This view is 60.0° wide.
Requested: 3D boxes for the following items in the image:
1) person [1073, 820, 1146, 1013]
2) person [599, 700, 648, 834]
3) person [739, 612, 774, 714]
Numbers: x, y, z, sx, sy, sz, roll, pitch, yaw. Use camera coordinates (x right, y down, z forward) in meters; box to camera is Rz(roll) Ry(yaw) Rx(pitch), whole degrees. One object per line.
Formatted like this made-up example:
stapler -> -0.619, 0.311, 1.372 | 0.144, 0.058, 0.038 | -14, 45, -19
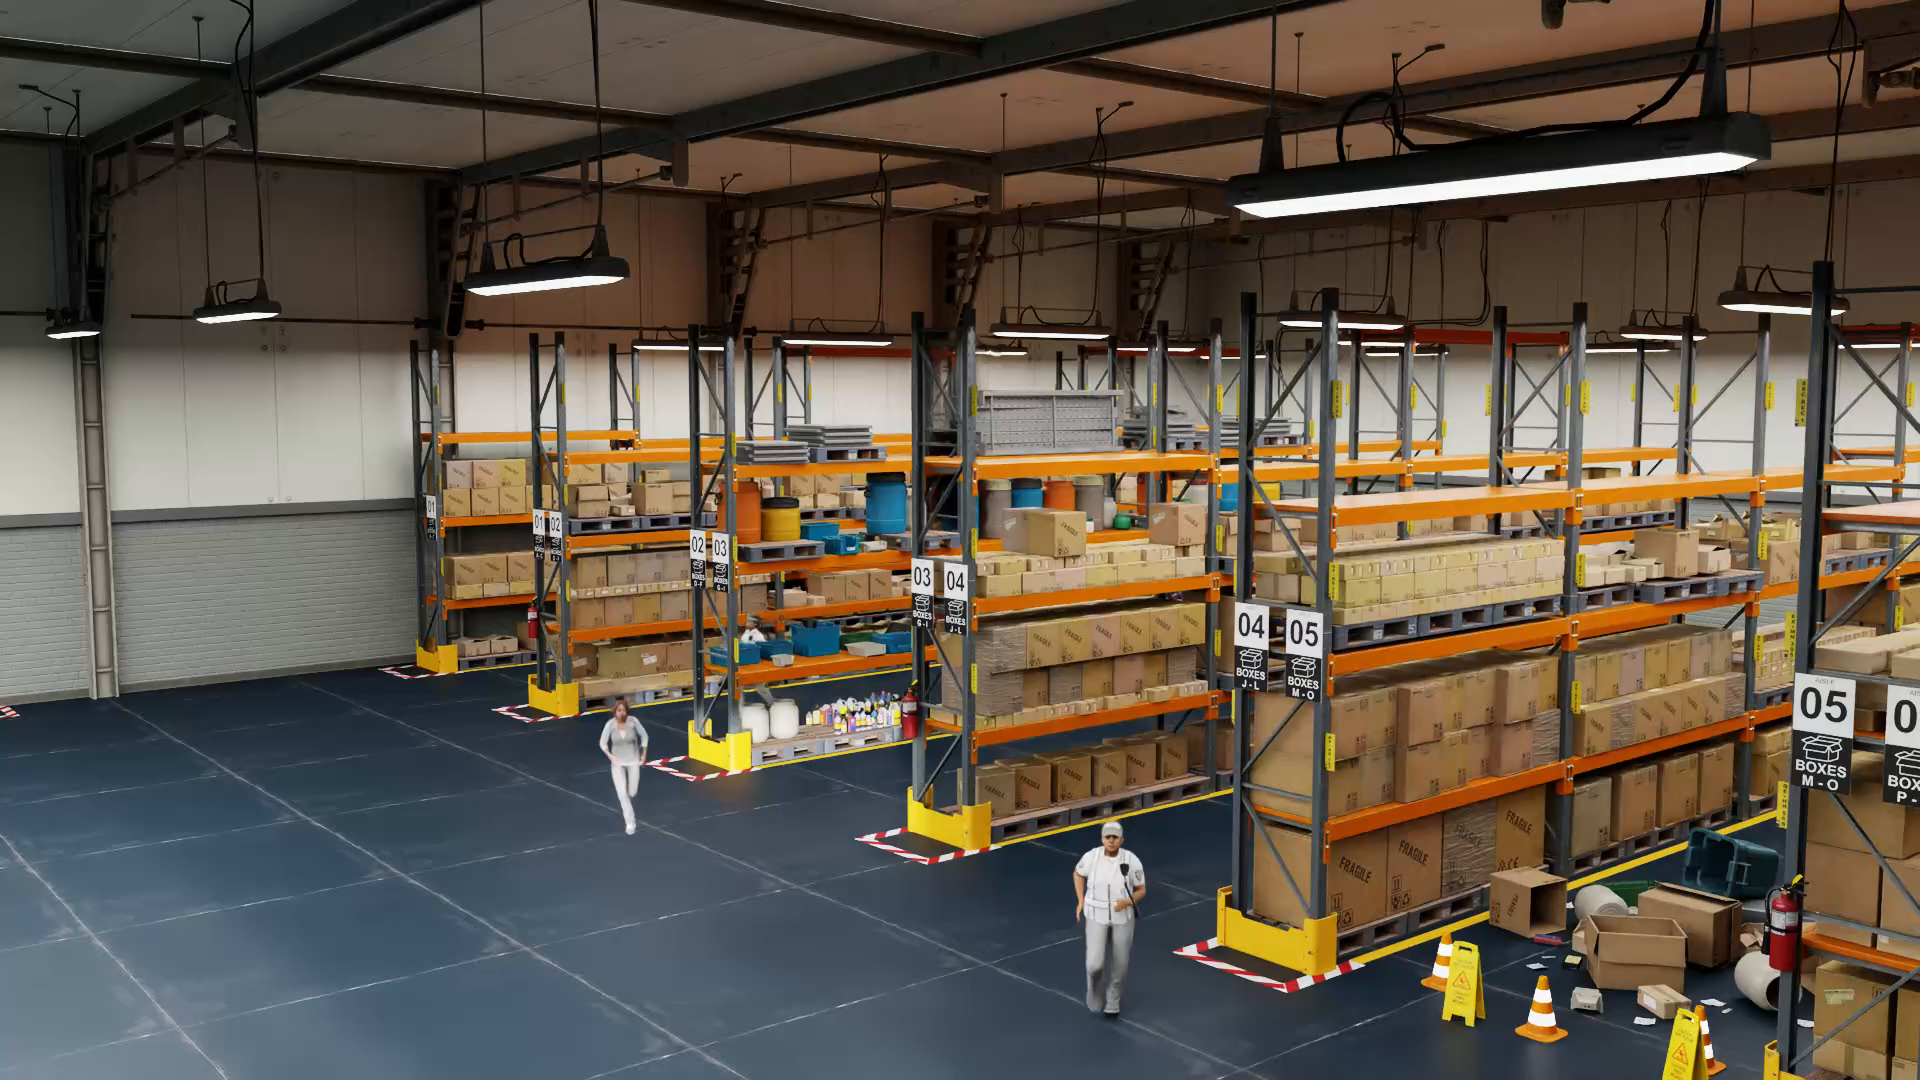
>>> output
person -> 1.216, 3.090, 13.517 | 0.593, 1.621, 0.601 | 0, 5, 4
person -> -3.933, 2.615, 19.469 | 0.565, 1.567, 0.678 | -1, 5, -16
person -> -3.175, 1.947, 25.407 | 0.599, 1.708, 0.860 | 5, 7, 42
